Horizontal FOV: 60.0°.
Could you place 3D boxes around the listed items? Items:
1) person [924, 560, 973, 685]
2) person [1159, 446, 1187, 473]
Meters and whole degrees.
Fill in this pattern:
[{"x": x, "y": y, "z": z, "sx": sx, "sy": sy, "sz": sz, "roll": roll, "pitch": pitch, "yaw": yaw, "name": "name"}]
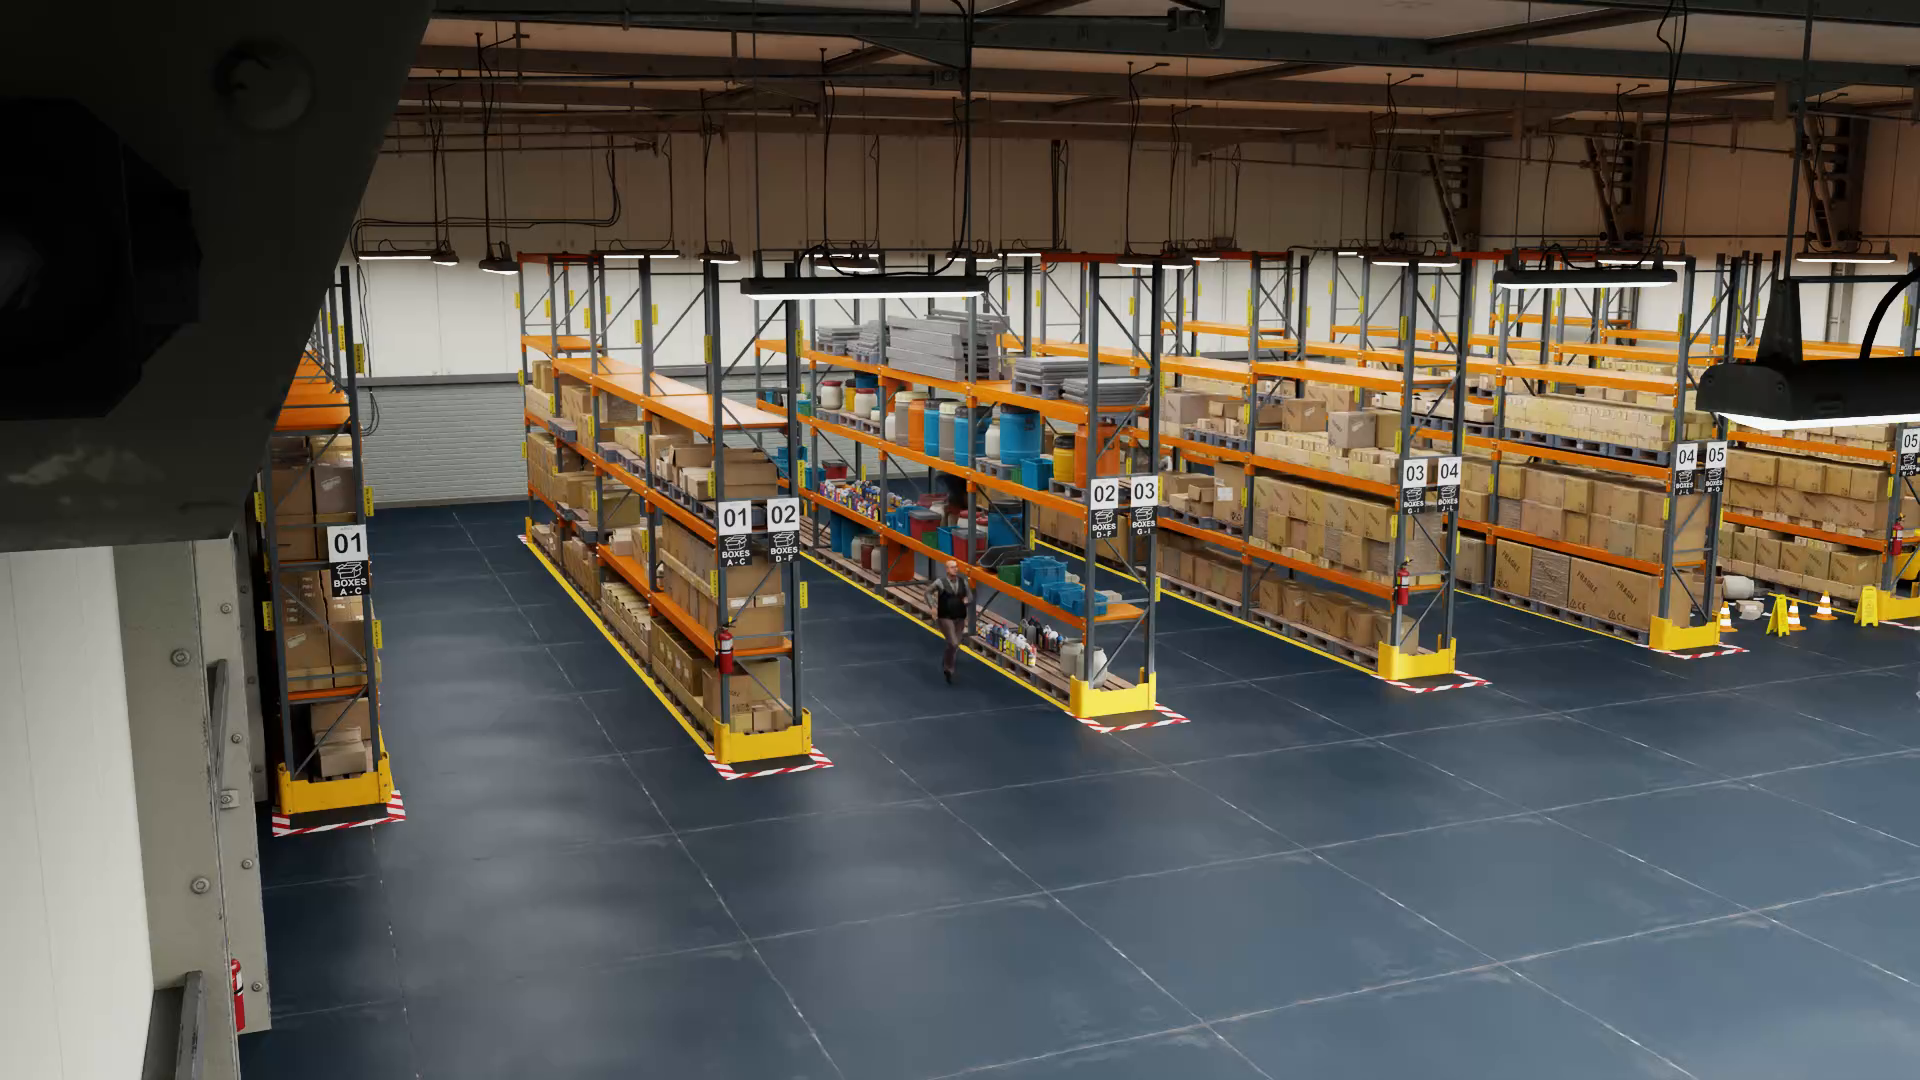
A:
[{"x": -0.118, "y": 1.170, "z": 23.853, "sx": 0.624, "sy": 1.778, "sz": 0.750, "roll": -6, "pitch": 12, "yaw": -29, "name": "person"}, {"x": 4.761, "y": -1.233, "z": 36.848, "sx": 0.625, "sy": 1.762, "sz": 0.659, "roll": -3, "pitch": 11, "yaw": -17, "name": "person"}]
